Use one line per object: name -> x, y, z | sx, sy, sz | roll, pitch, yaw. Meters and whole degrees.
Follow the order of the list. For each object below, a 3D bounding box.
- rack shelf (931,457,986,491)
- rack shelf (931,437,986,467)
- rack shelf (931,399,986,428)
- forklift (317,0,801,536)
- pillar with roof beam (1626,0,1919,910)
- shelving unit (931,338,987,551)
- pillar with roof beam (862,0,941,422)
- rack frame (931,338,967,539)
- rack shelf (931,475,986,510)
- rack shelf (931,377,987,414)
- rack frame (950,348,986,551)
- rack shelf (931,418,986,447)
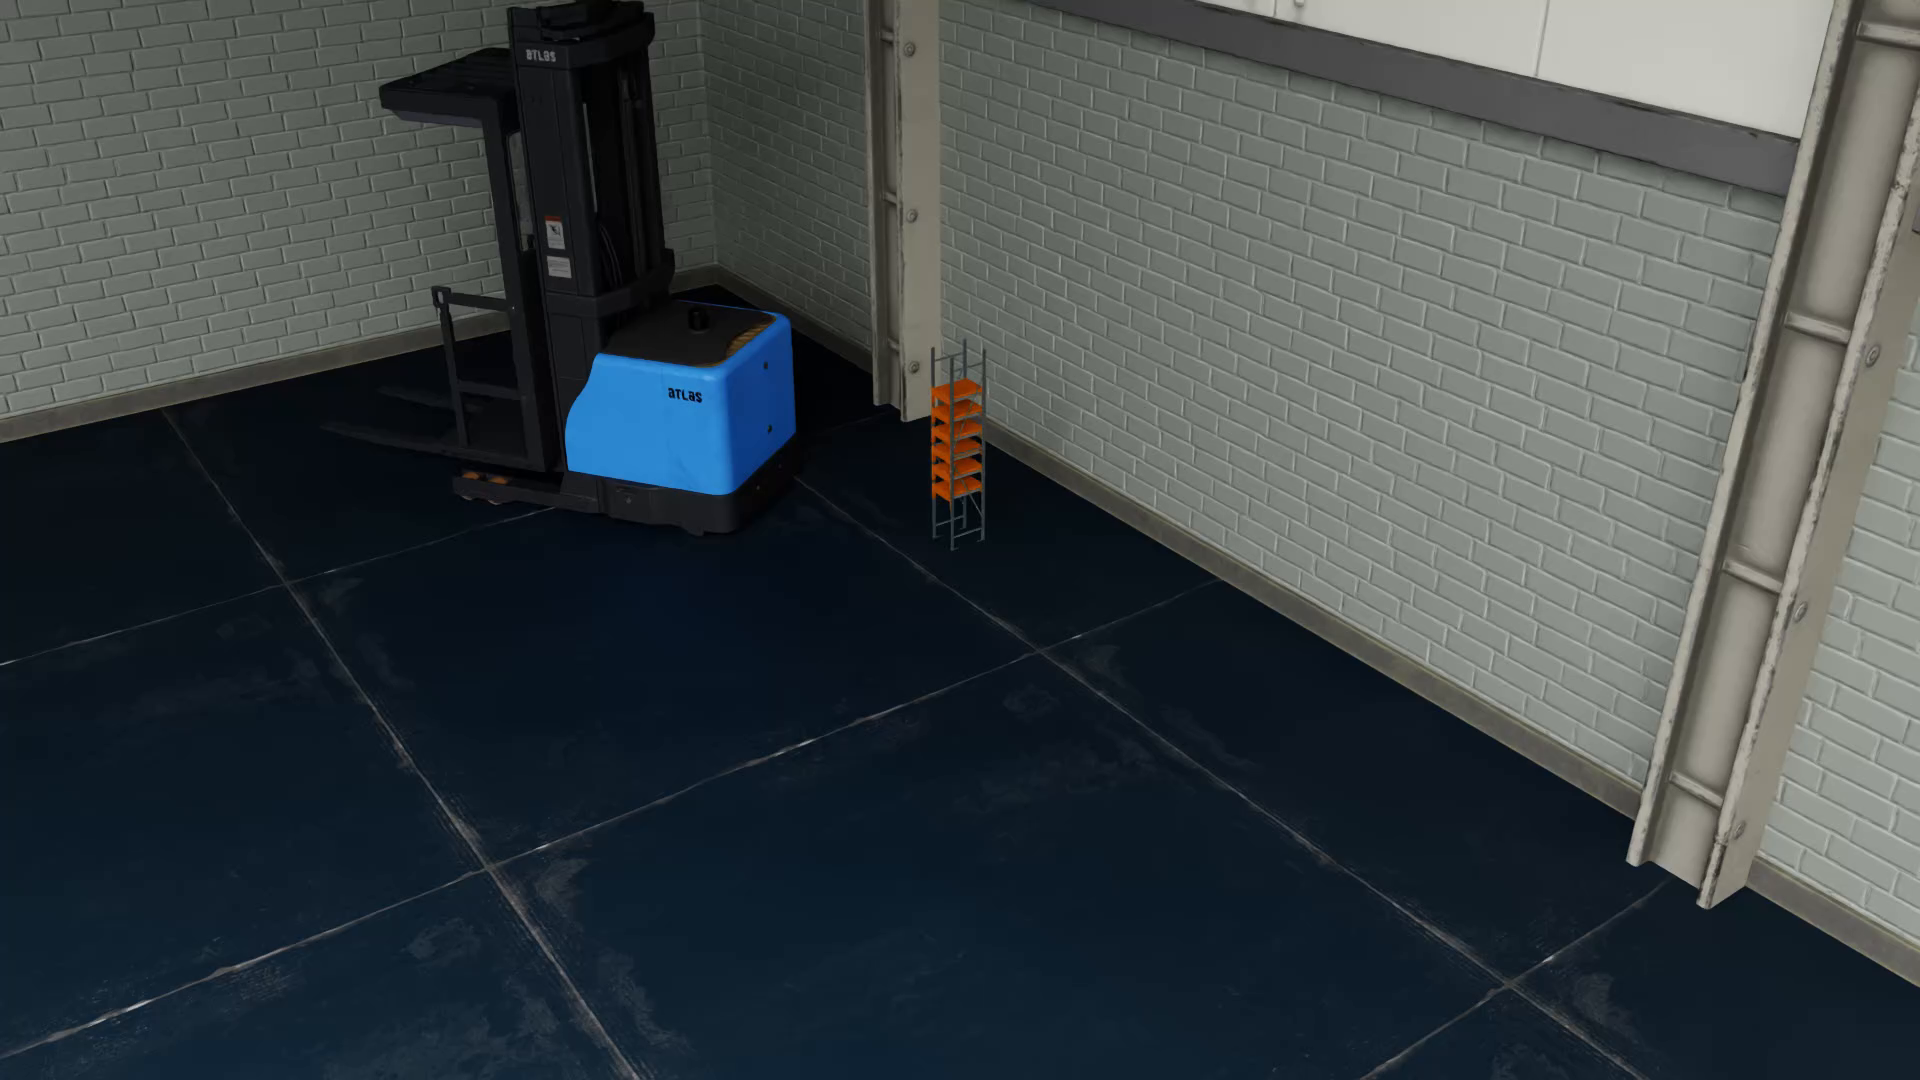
rack shelf -> -0.008, -0.388, 9.552 | 0.258, 0.103, 0.180 | -19, 34, -31
rack shelf -> -0.008, -0.494, 9.495 | 0.258, 0.103, 0.180 | -19, 34, -31
rack shelf -> -0.008, -0.705, 9.381 | 0.258, 0.103, 0.180 | -19, 34, -31
forklift -> -2.575, -1.729, 9.863 | 3.031, 2.935, 1.130 | 10, 30, 17
pillar with roof beam -> -0.389, -1.342, 2.793 | 9.100, 9.000, 0.400 | -19, 34, -31
shelving unit -> -0.008, -0.533, 9.474 | 0.258, 1.200, 0.189 | -19, 34, -31
pillar with roof beam -> -3.869, -3.675, 7.088 | 9.100, 9.000, 0.400 | -19, 34, -31
rack frame -> -0.061, -0.568, 9.539 | 0.240, 1.200, 0.006 | -19, 34, -31
rack shelf -> -0.008, -0.283, 9.610 | 0.258, 0.103, 0.180 | -19, 34, -31
rack shelf -> -0.008, -0.810, 9.323 | 0.258, 0.103, 0.180 | -19, 34, -31
rack frame -> 0.045, -0.497, 9.408 | 0.240, 1.200, 0.006 | -19, 34, -31
rack shelf -> -0.008, -0.599, 9.438 | 0.258, 0.103, 0.180 | -19, 34, -31
